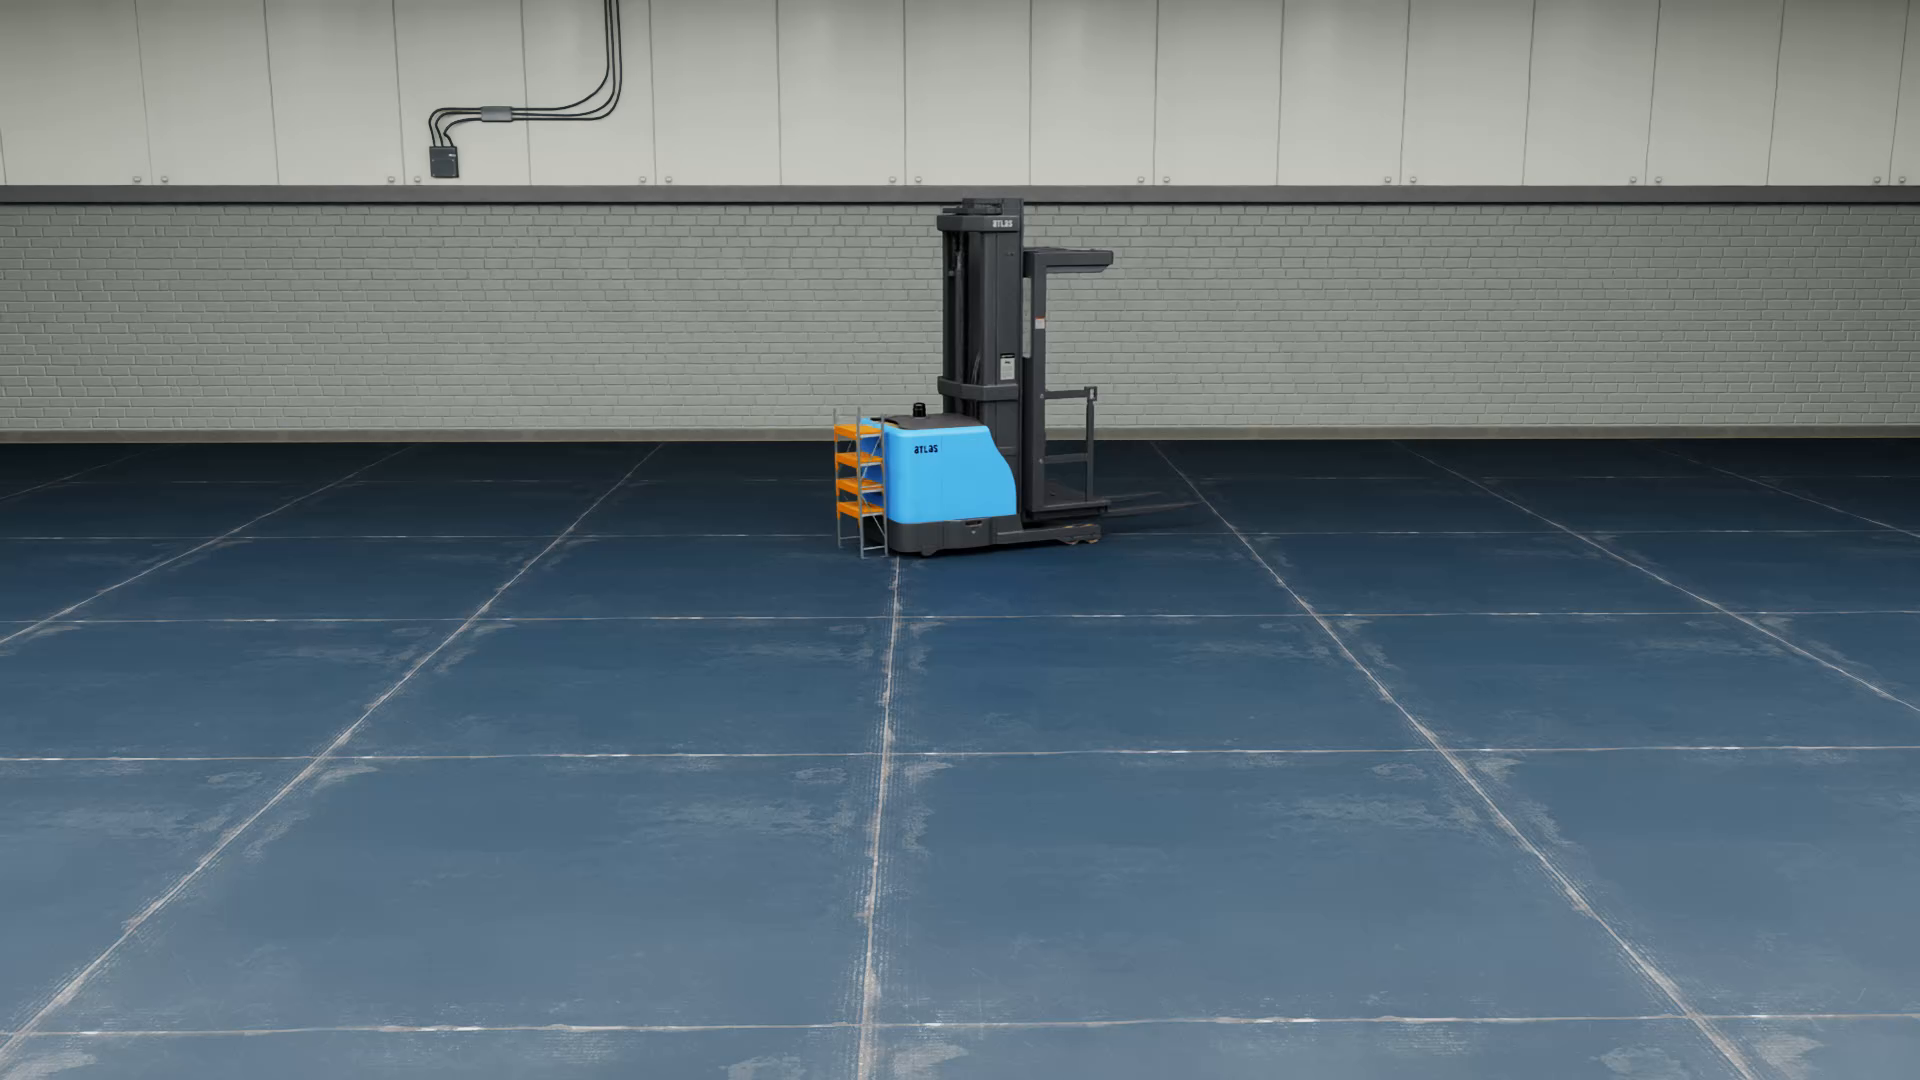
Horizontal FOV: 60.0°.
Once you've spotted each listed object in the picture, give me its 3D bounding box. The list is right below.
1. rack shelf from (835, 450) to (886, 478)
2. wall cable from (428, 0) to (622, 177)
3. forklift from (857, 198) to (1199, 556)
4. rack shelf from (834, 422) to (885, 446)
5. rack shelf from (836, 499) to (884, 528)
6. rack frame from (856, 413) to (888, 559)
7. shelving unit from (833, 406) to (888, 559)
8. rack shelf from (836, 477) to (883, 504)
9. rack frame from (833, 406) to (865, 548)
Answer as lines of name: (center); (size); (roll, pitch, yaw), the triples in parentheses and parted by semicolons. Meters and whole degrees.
rack shelf: (-0.836, -0.639, 13.889); (0.258, 0.148, 0.480); (-7, 13, -26)
wall cable: (-5.153, -7.284, 19.276); (2.305, 6.003, 0.169); (0, 11, -1)
forklift: (0.662, -1.480, 14.483); (3.031, 2.935, 1.130); (-5, 13, -25)
rack shelf: (-0.840, -0.870, 13.840); (0.258, 0.148, 0.480); (-7, 13, -26)
rack shelf: (-0.828, -0.226, 13.977); (0.258, 0.148, 0.480); (-7, 13, -26)
rack frame: (-0.724, -0.442, 13.708); (0.240, 1.200, 0.015); (-7, 13, -26)
shelving unit: (-0.833, -0.486, 13.922); (0.258, 1.200, 0.503); (-7, 13, -26)
rack shelf: (-0.831, -0.420, 13.936); (0.258, 0.148, 0.480); (-7, 13, -26)
rack frame: (-0.941, -0.529, 14.136); (0.240, 1.200, 0.015); (-7, 13, -26)
